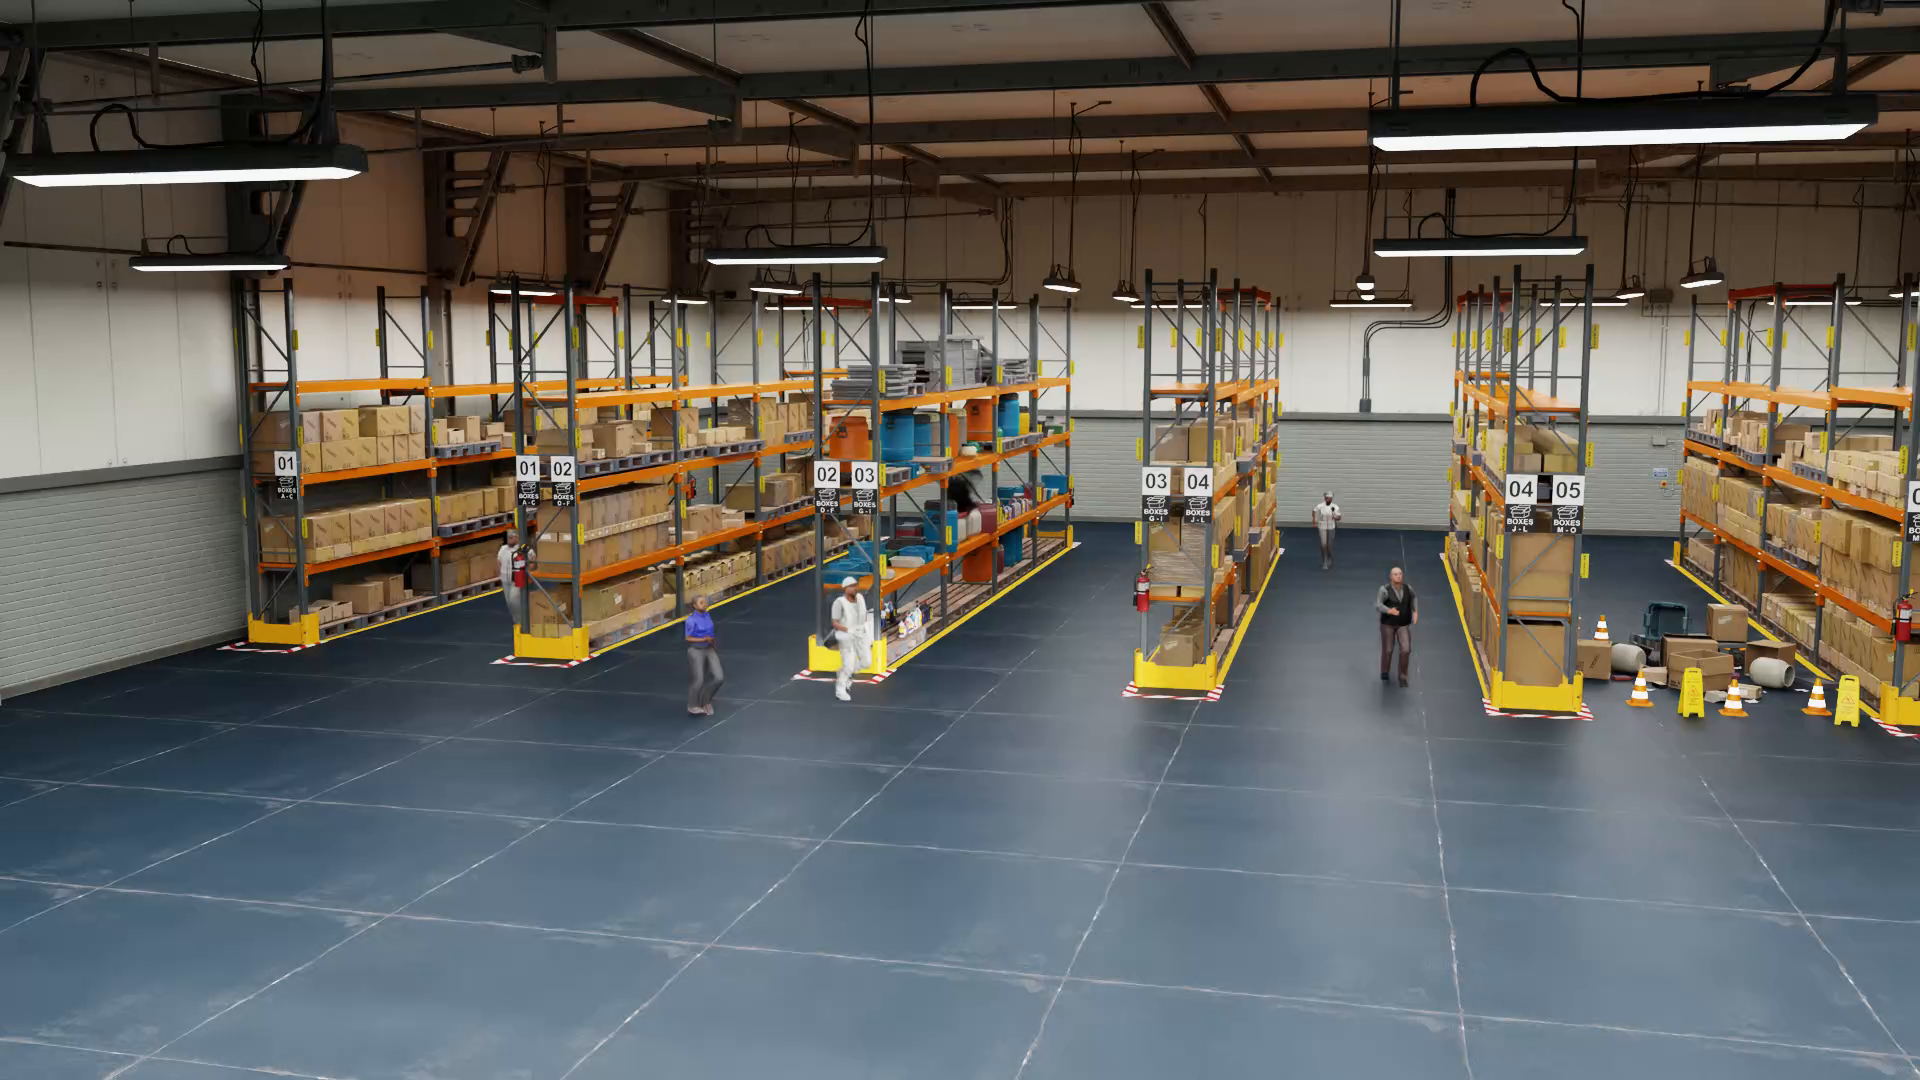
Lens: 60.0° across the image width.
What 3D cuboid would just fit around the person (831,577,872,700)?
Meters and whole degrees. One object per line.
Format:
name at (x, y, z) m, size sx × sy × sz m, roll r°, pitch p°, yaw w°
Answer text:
person at (-1.478, 1.370, 23.196) m, size 0.724 × 1.737 × 0.652 m, roll -7°, pitch 9°, yaw -43°

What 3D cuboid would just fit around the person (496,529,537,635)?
person at (-7.663, 0.720, 28.510) m, size 0.640 × 1.836 × 0.727 m, roll 2°, pitch 7°, yaw 15°

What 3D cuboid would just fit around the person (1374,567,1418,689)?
person at (6.320, 1.288, 24.093) m, size 0.675 × 1.799 × 0.748 m, roll 0°, pitch 7°, yaw 1°

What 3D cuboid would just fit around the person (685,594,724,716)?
person at (-3.395, 1.554, 22.126) m, size 0.638 × 1.645 × 0.561 m, roll 6°, pitch 9°, yaw 41°

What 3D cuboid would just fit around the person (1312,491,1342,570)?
person at (8.068, -0.214, 36.588) m, size 0.604 × 1.743 × 0.831 m, roll 1°, pitch 7°, yaw 5°
